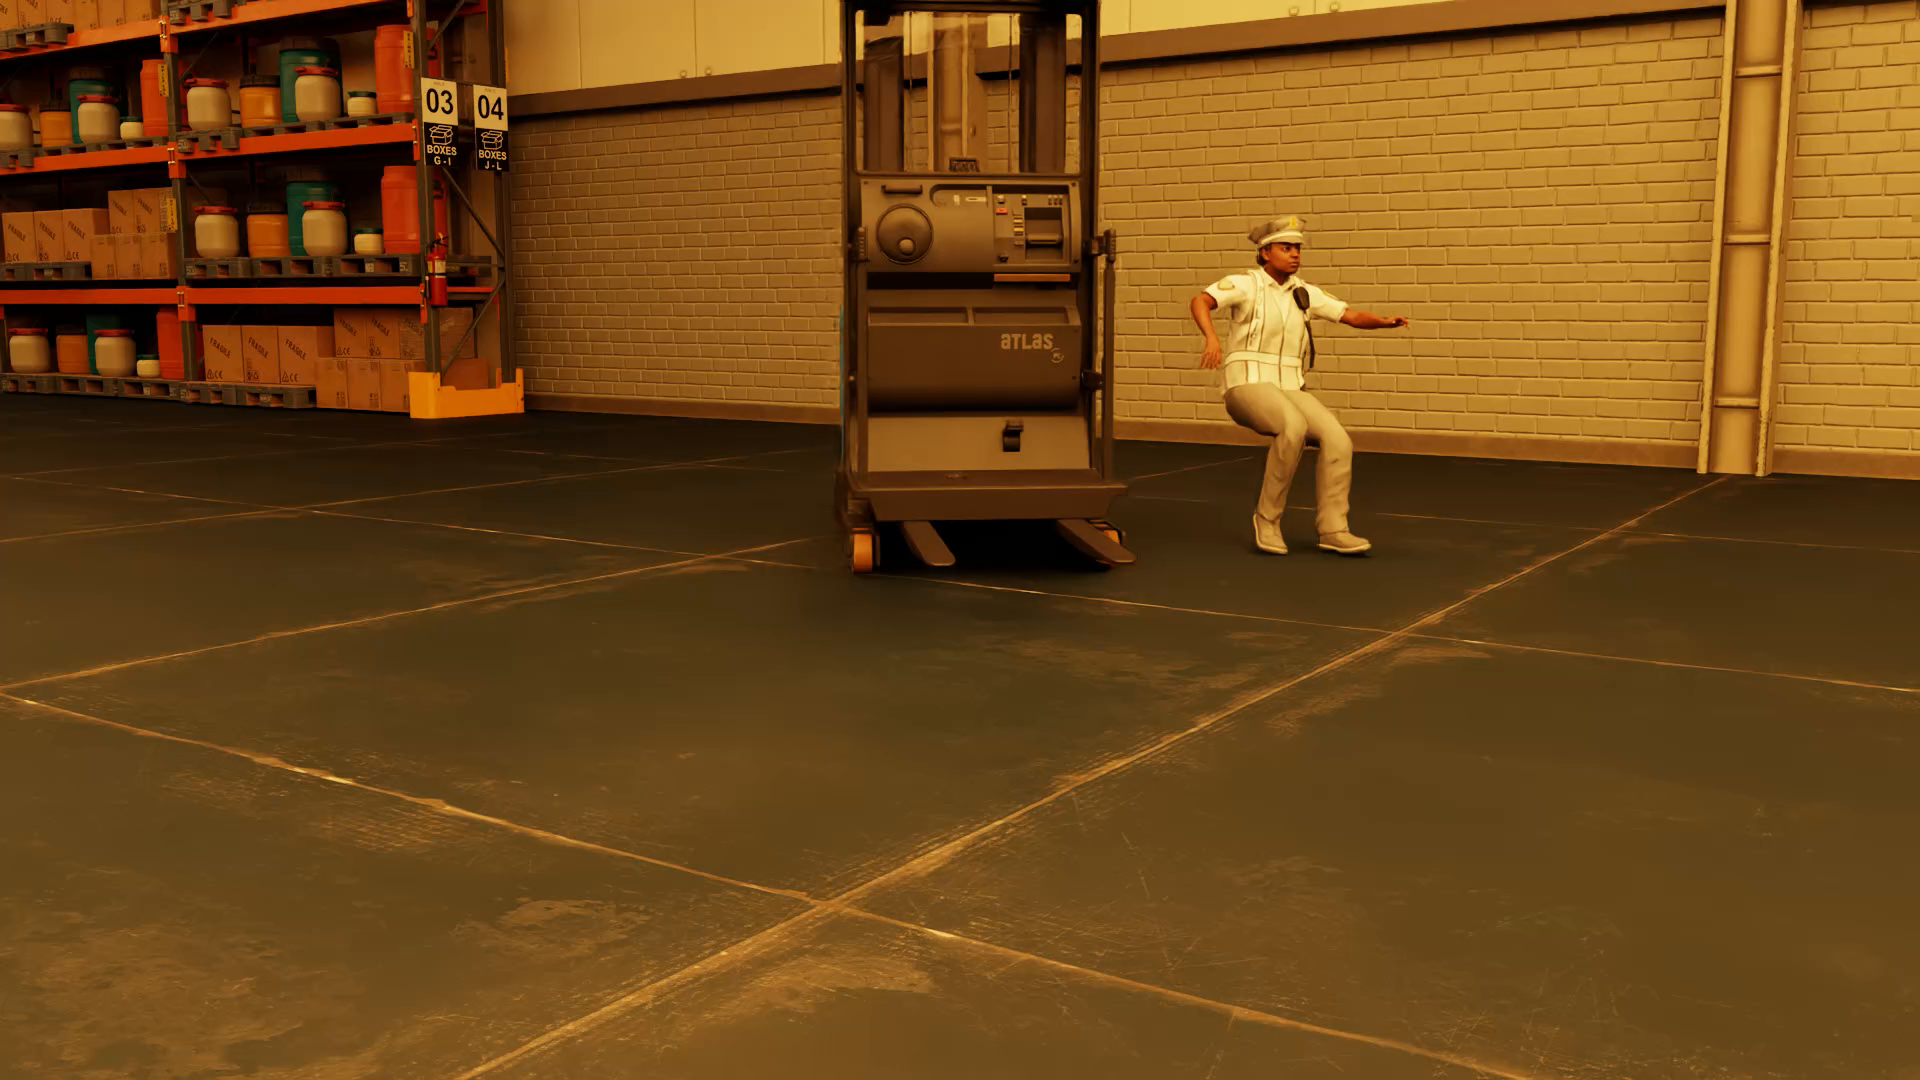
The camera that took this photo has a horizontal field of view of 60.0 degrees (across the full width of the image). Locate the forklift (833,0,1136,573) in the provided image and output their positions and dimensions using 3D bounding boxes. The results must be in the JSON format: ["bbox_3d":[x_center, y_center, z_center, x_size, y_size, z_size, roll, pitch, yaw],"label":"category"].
[{"bbox_3d":[0.073,-1.366,6.797,1.130,2.935,3.031,-1,8,-6],"label":"forklift"}]

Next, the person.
[{"bbox_3d":[1.450,-0.688,7.266,0.912,1.458,0.807,-5,9,-30],"label":"person"}]
